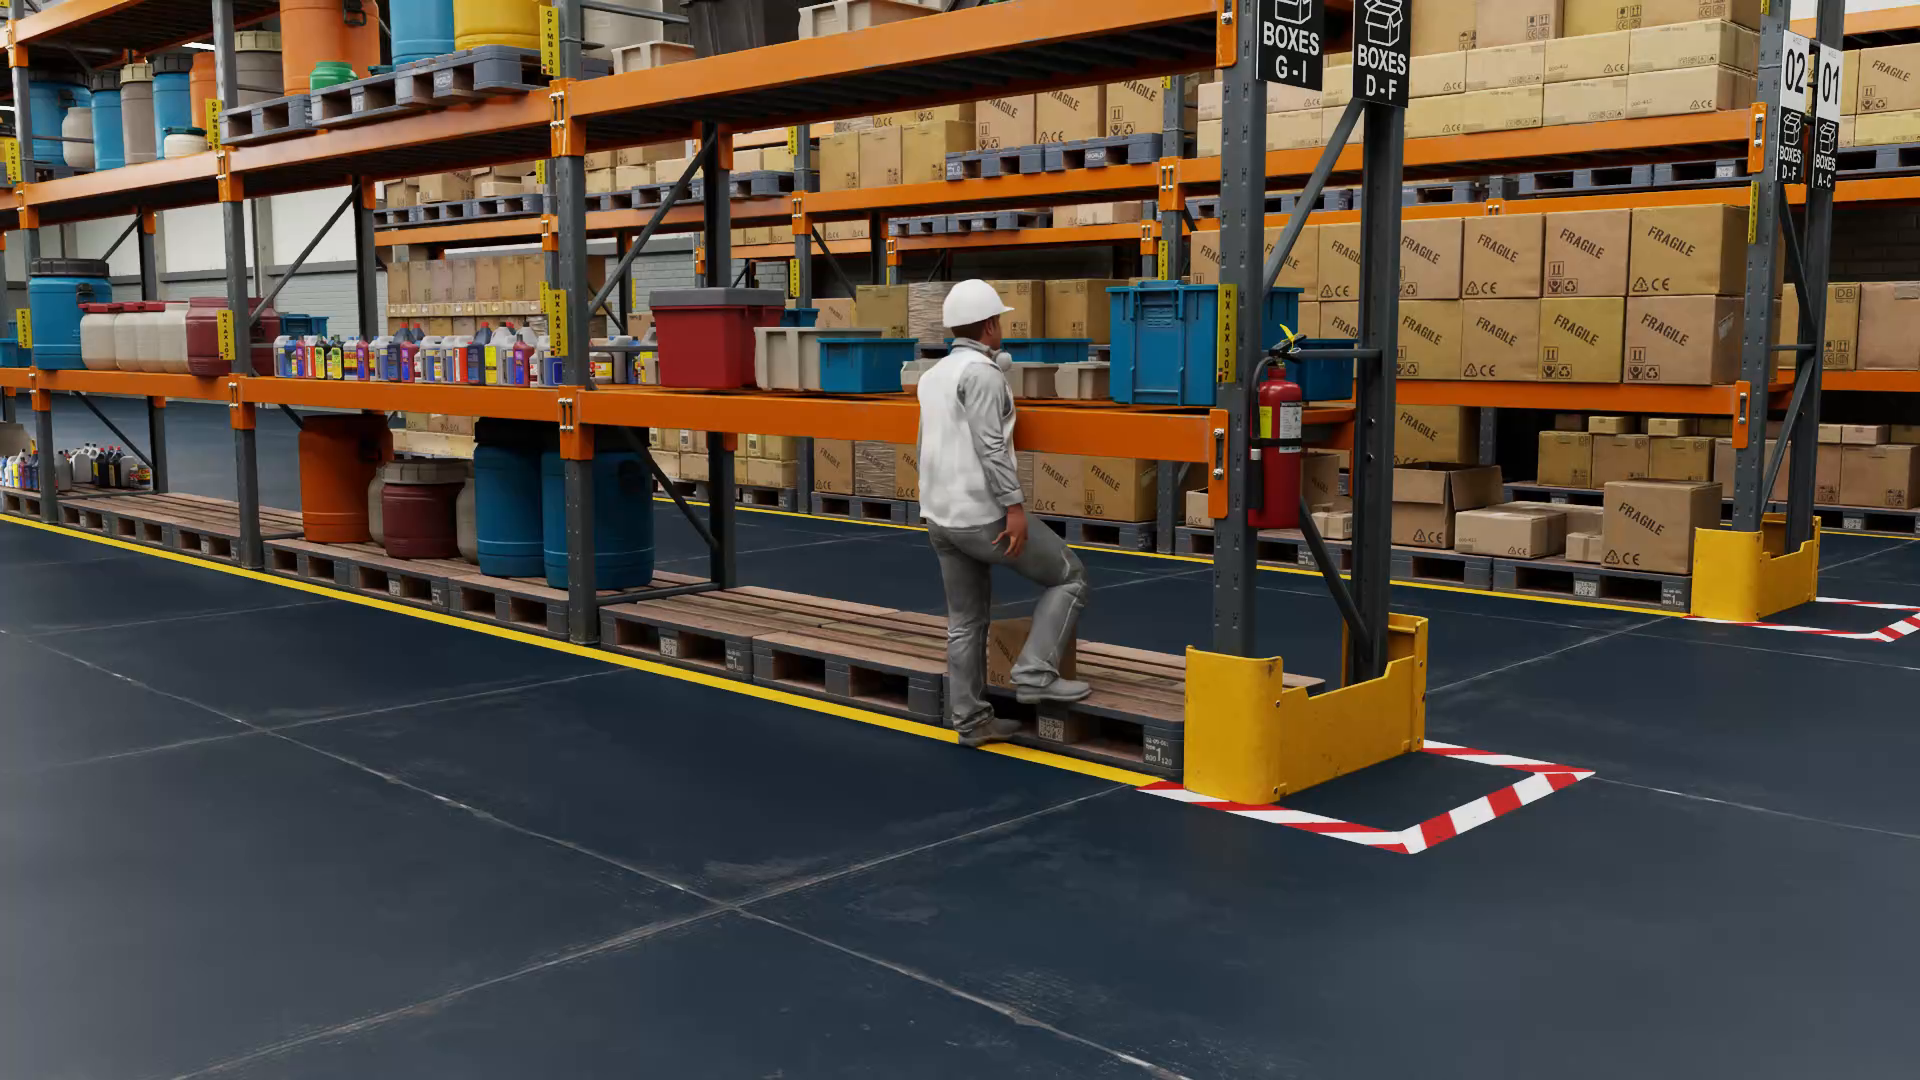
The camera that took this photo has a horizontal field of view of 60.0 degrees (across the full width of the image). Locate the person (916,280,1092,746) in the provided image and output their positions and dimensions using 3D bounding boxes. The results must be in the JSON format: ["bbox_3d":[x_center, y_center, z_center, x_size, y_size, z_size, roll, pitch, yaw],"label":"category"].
[{"bbox_3d":[0.146,-0.097,6.355,0.614,1.774,0.634,-4,8,-29],"label":"person"}]
